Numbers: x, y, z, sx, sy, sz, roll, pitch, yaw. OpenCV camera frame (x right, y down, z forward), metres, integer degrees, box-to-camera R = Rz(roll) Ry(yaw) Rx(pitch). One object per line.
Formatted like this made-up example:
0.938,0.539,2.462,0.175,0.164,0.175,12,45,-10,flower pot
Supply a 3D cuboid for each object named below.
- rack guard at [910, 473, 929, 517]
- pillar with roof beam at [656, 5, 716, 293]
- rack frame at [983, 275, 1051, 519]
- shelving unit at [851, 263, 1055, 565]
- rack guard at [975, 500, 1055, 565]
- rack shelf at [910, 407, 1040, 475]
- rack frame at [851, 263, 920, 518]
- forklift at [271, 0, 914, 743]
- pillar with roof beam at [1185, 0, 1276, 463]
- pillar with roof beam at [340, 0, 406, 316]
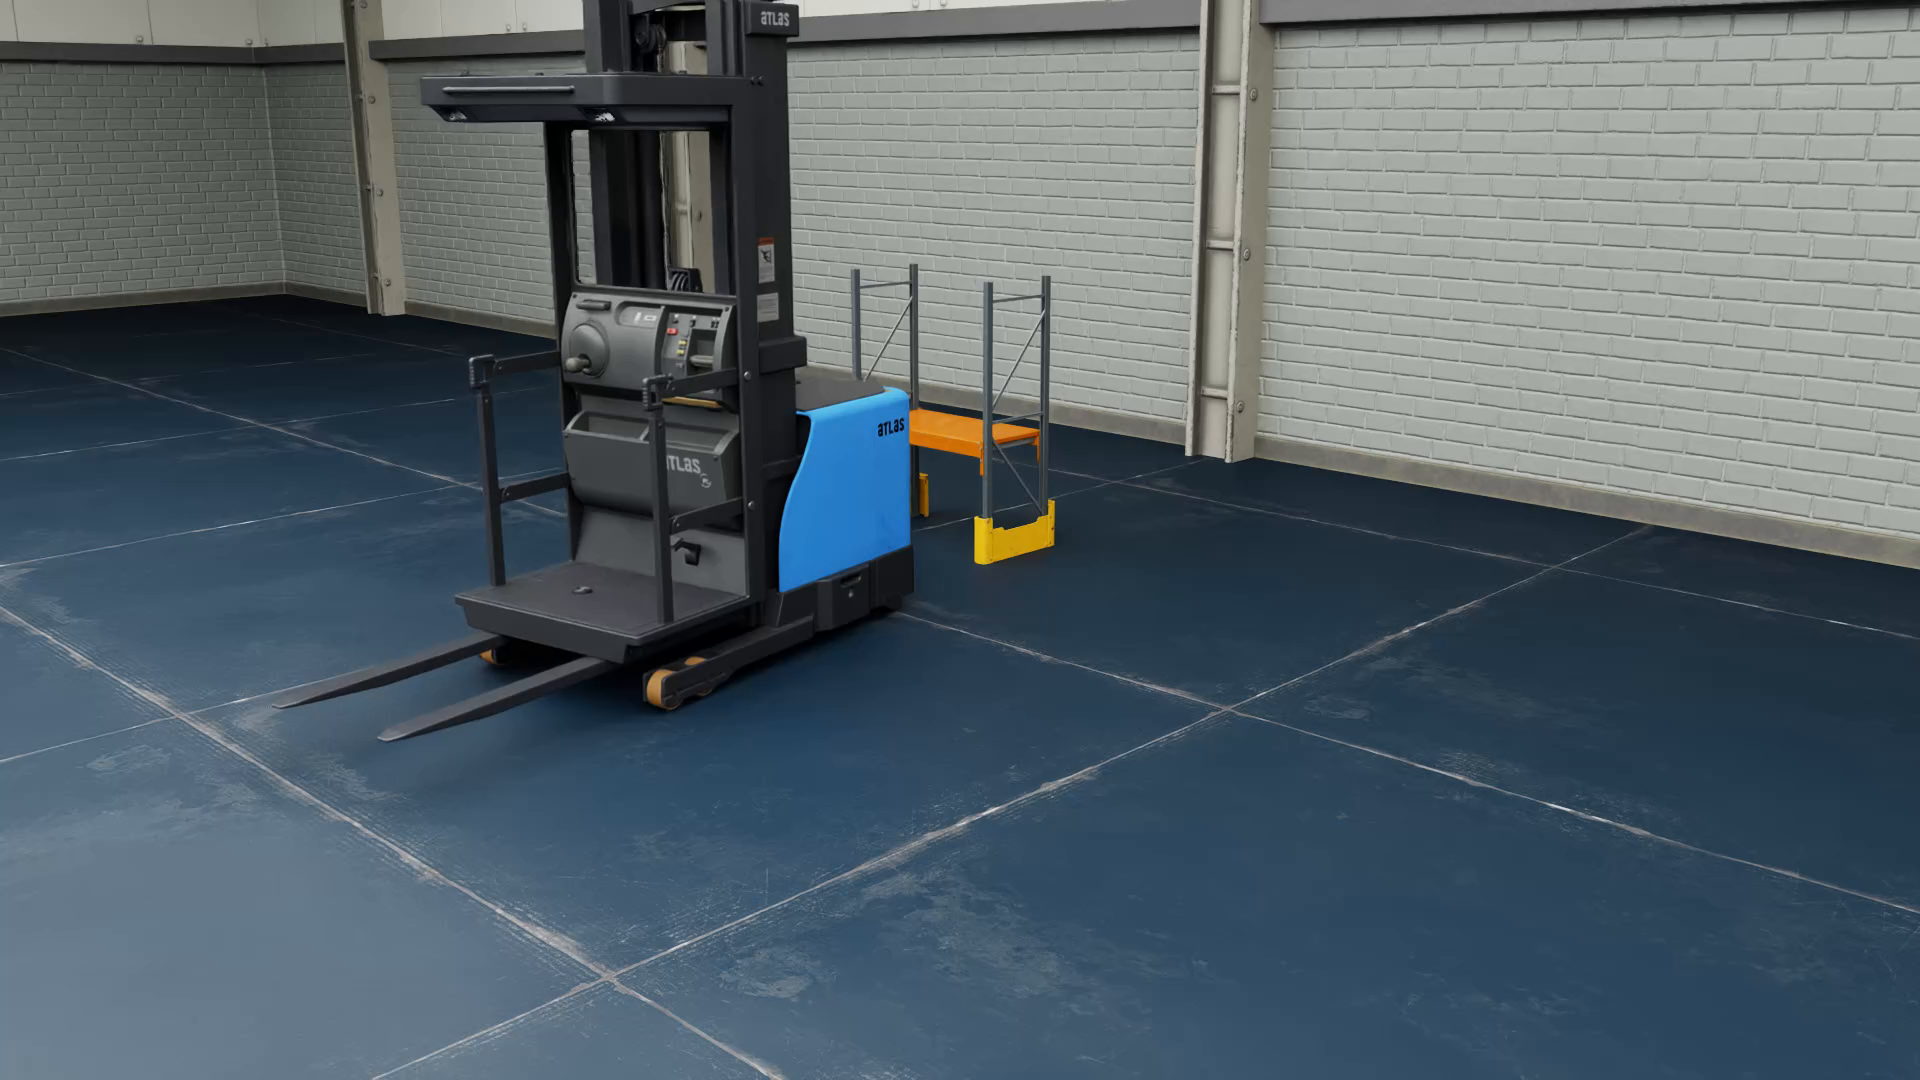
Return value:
-0.413,-0.221,9.786,0.087,0.250,0.587,14,20,42,rack guard
-5.474,-5.217,11.609,0.400,9.000,9.100,14,20,42,pillar with roof beam
0.305,-0.652,8.959,0.032,1.500,0.500,14,20,42,rack frame
-0.055,-0.739,9.294,1.083,1.500,0.587,14,20,42,shelving unit
0.304,-0.047,9.117,0.087,0.250,0.587,14,20,42,rack guard
-0.061,-0.567,9.346,1.000,0.185,0.538,14,20,42,rack shelf
-0.427,-0.830,9.642,0.032,1.500,0.500,14,20,42,rack frame
-1.457,-0.861,6.924,1.130,2.935,3.031,9,17,32,forklift
-1.154,-4.167,7.579,0.400,9.000,9.100,14,20,42,pillar with roof beam
-9.793,-6.268,15.639,0.400,9.000,9.100,14,20,42,pillar with roof beam
